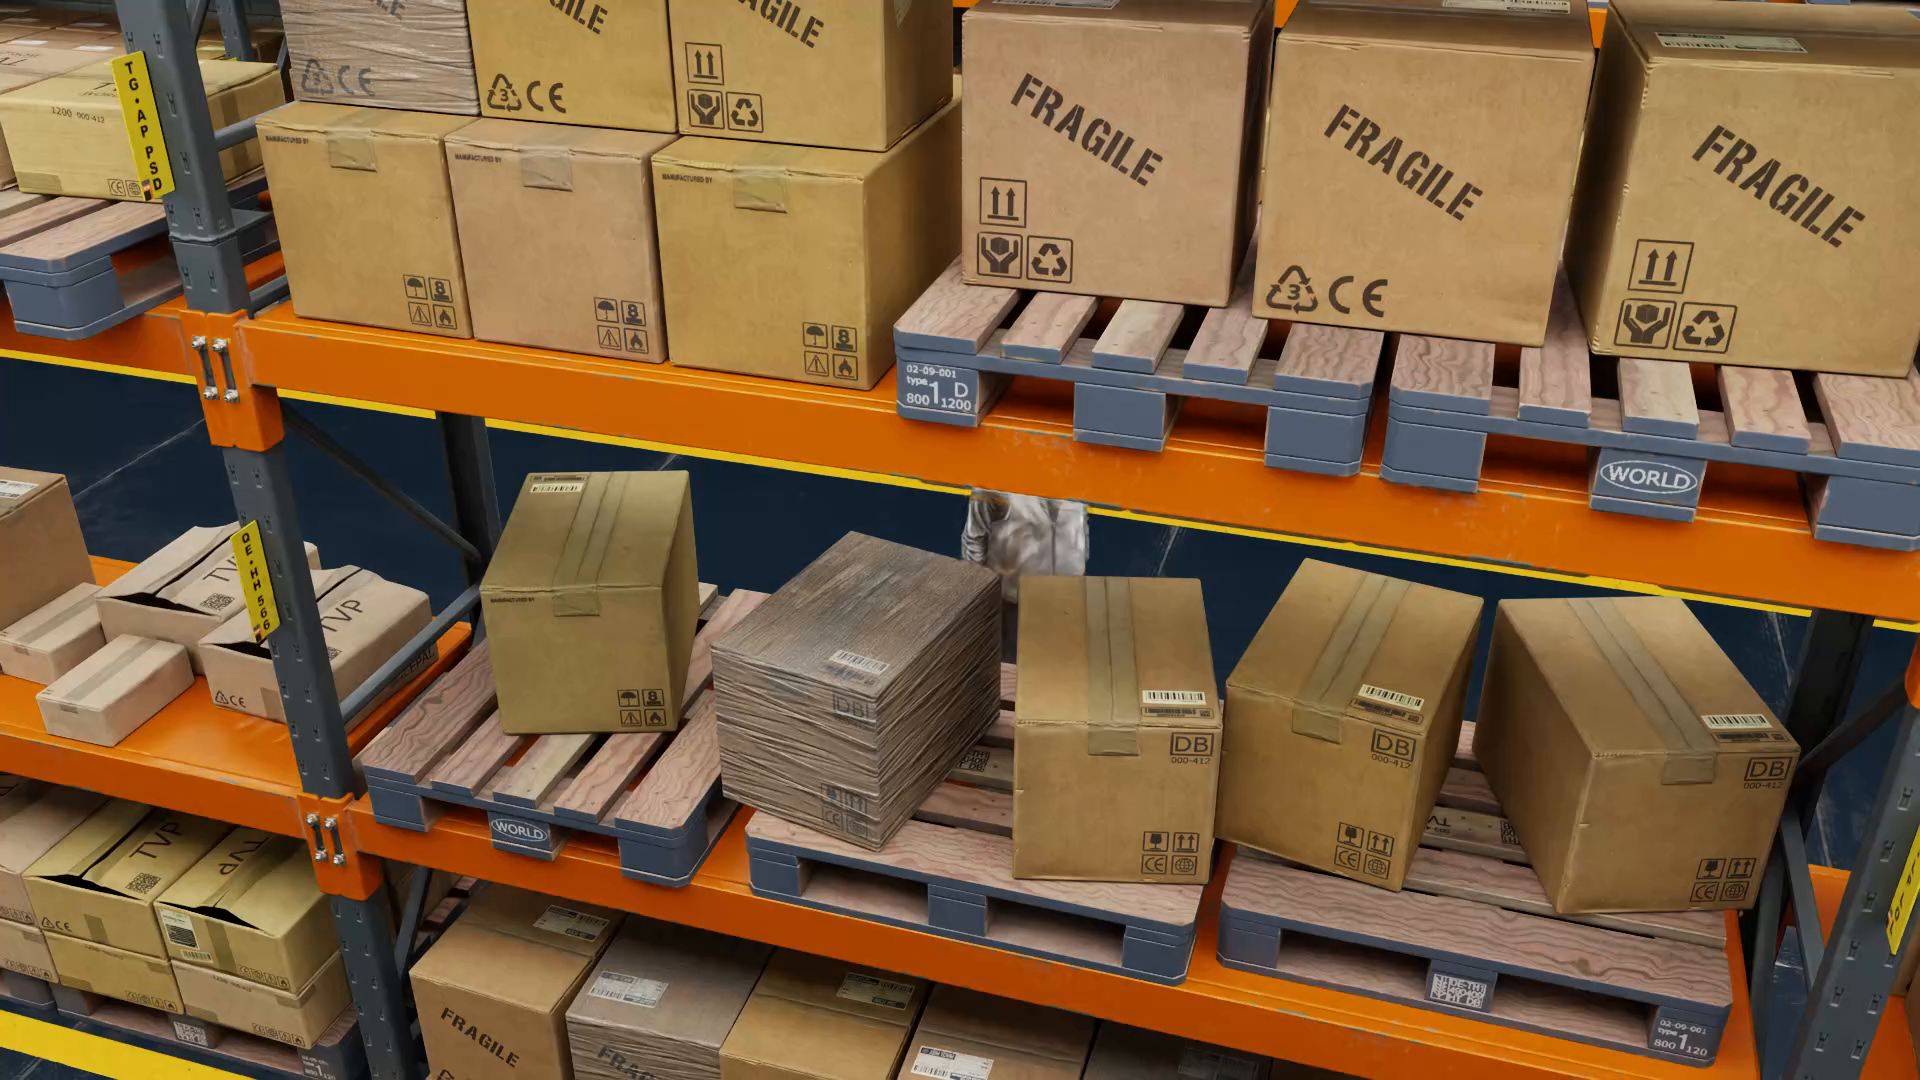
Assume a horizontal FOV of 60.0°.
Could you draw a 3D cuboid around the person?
[{"bbox_3d":[0.269,0.152,6.839,0.595,1.763,0.718,-14,32,-23],"label":"person"}]
